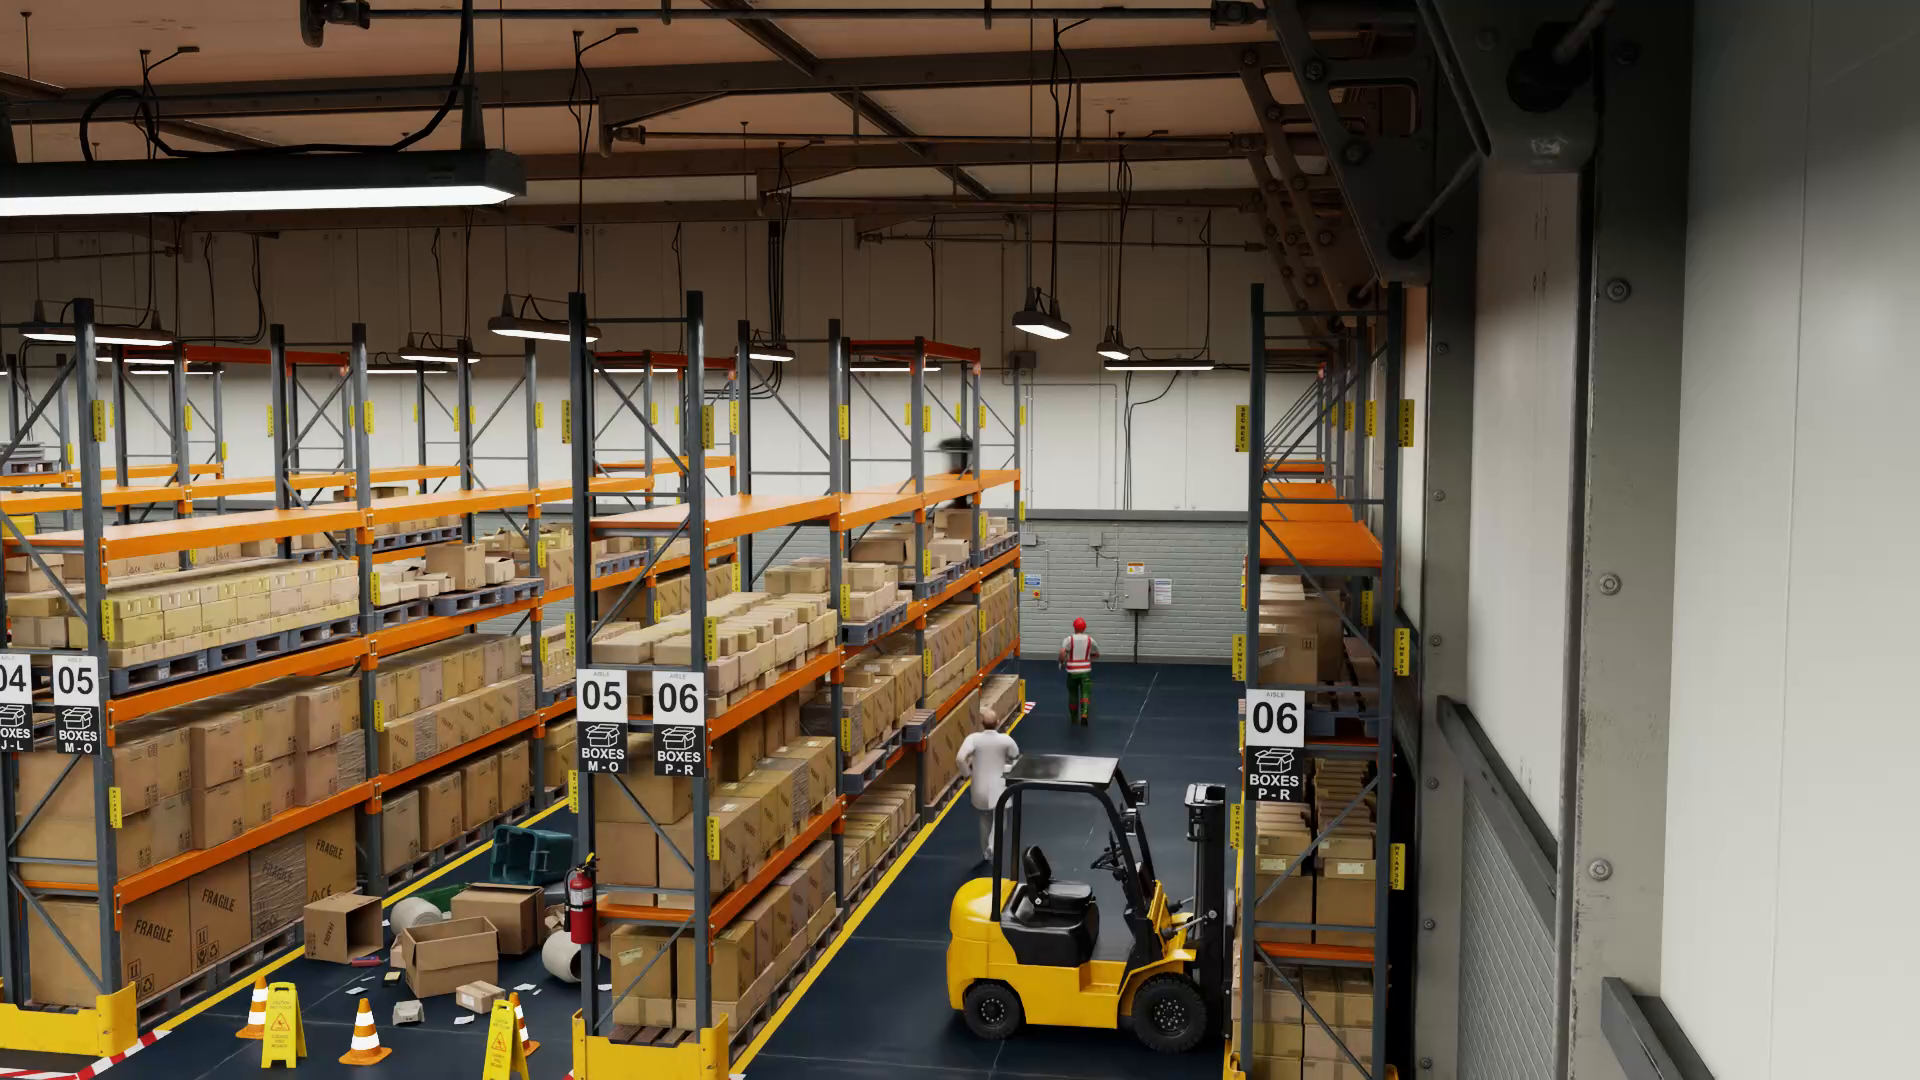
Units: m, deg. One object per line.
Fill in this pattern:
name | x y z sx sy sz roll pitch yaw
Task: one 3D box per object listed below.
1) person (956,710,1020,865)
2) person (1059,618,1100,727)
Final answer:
person | 0.336 2.771 18.640 0.713 1.755 1.030 1 5 8
person | 1.905 2.114 26.609 0.657 1.763 1.000 0 5 3
